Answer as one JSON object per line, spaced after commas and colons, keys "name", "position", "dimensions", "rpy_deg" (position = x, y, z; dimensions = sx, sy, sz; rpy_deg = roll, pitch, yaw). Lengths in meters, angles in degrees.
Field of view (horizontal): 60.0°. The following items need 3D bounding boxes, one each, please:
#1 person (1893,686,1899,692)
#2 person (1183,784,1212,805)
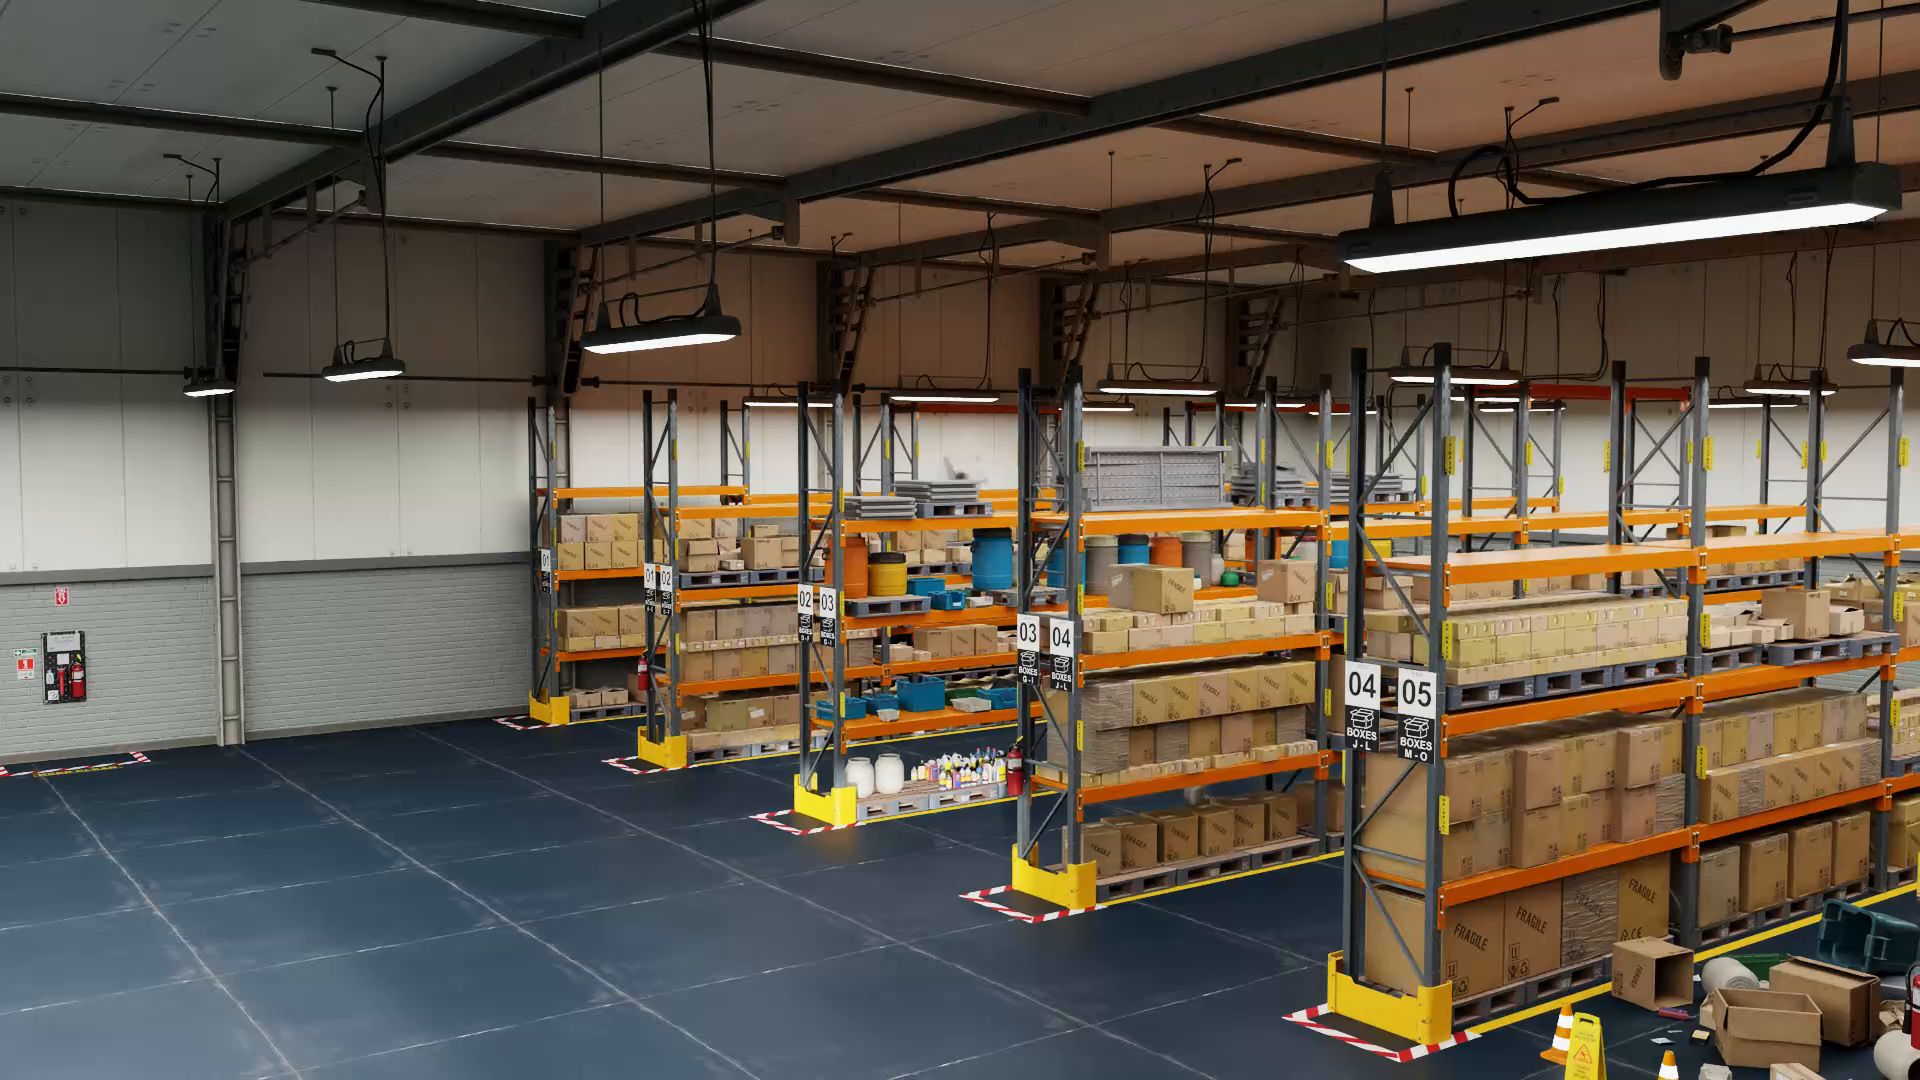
{"name": "person", "position": [13.421, 2.917, 23.885], "dimensions": [0.837, 1.672, 0.582], "rpy_deg": [-2, 4, -27]}
{"name": "person", "position": [3.214, 2.982, 22.032], "dimensions": [0.772, 1.755, 0.660], "rpy_deg": [-3, 5, -44]}
